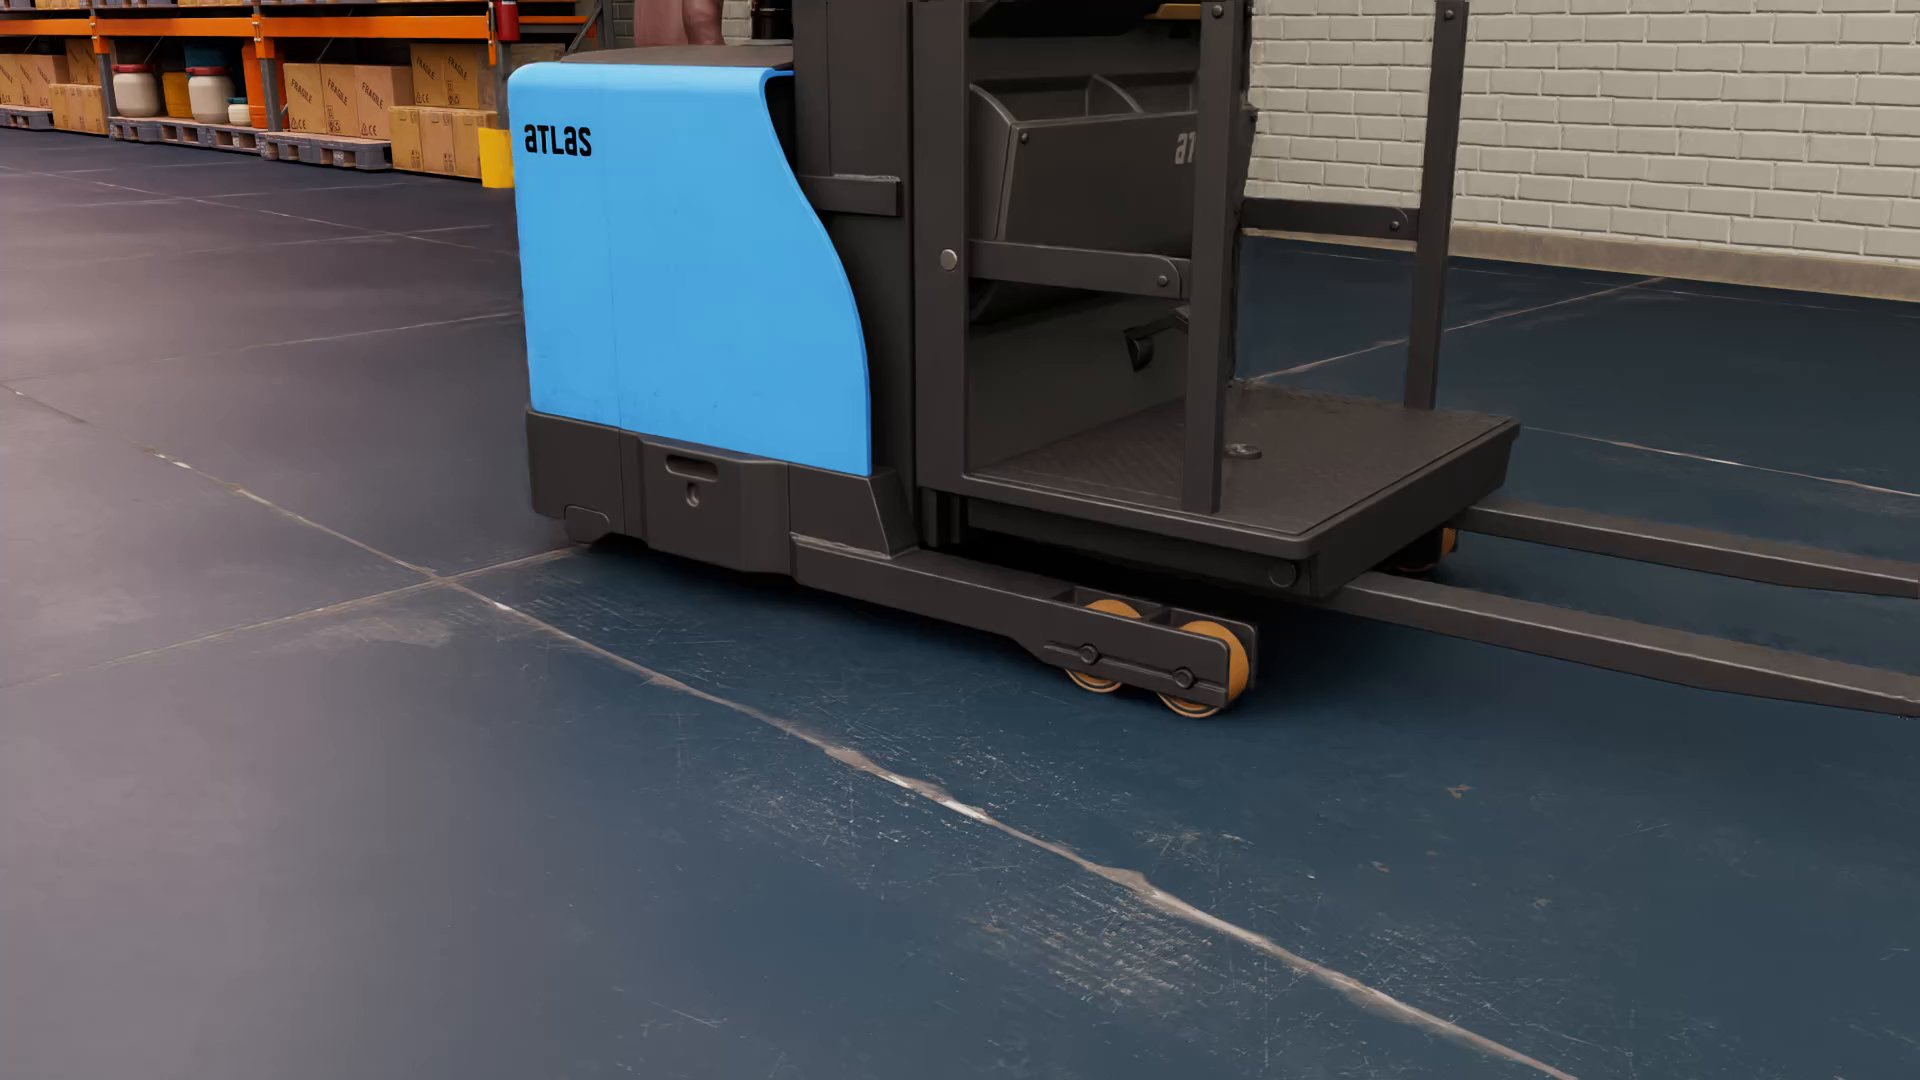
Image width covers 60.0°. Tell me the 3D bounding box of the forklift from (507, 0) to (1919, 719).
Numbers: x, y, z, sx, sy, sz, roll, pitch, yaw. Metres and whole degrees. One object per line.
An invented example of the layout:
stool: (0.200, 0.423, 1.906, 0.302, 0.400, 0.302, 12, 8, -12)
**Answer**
forklift: (0.486, -1.269, 3.034, 3.031, 2.935, 1.130, 12, 21, 34)

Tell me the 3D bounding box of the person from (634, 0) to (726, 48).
person: (-0.901, -1.524, 5.830, 0.431, 1.772, 0.647, -8, 19, -23)
